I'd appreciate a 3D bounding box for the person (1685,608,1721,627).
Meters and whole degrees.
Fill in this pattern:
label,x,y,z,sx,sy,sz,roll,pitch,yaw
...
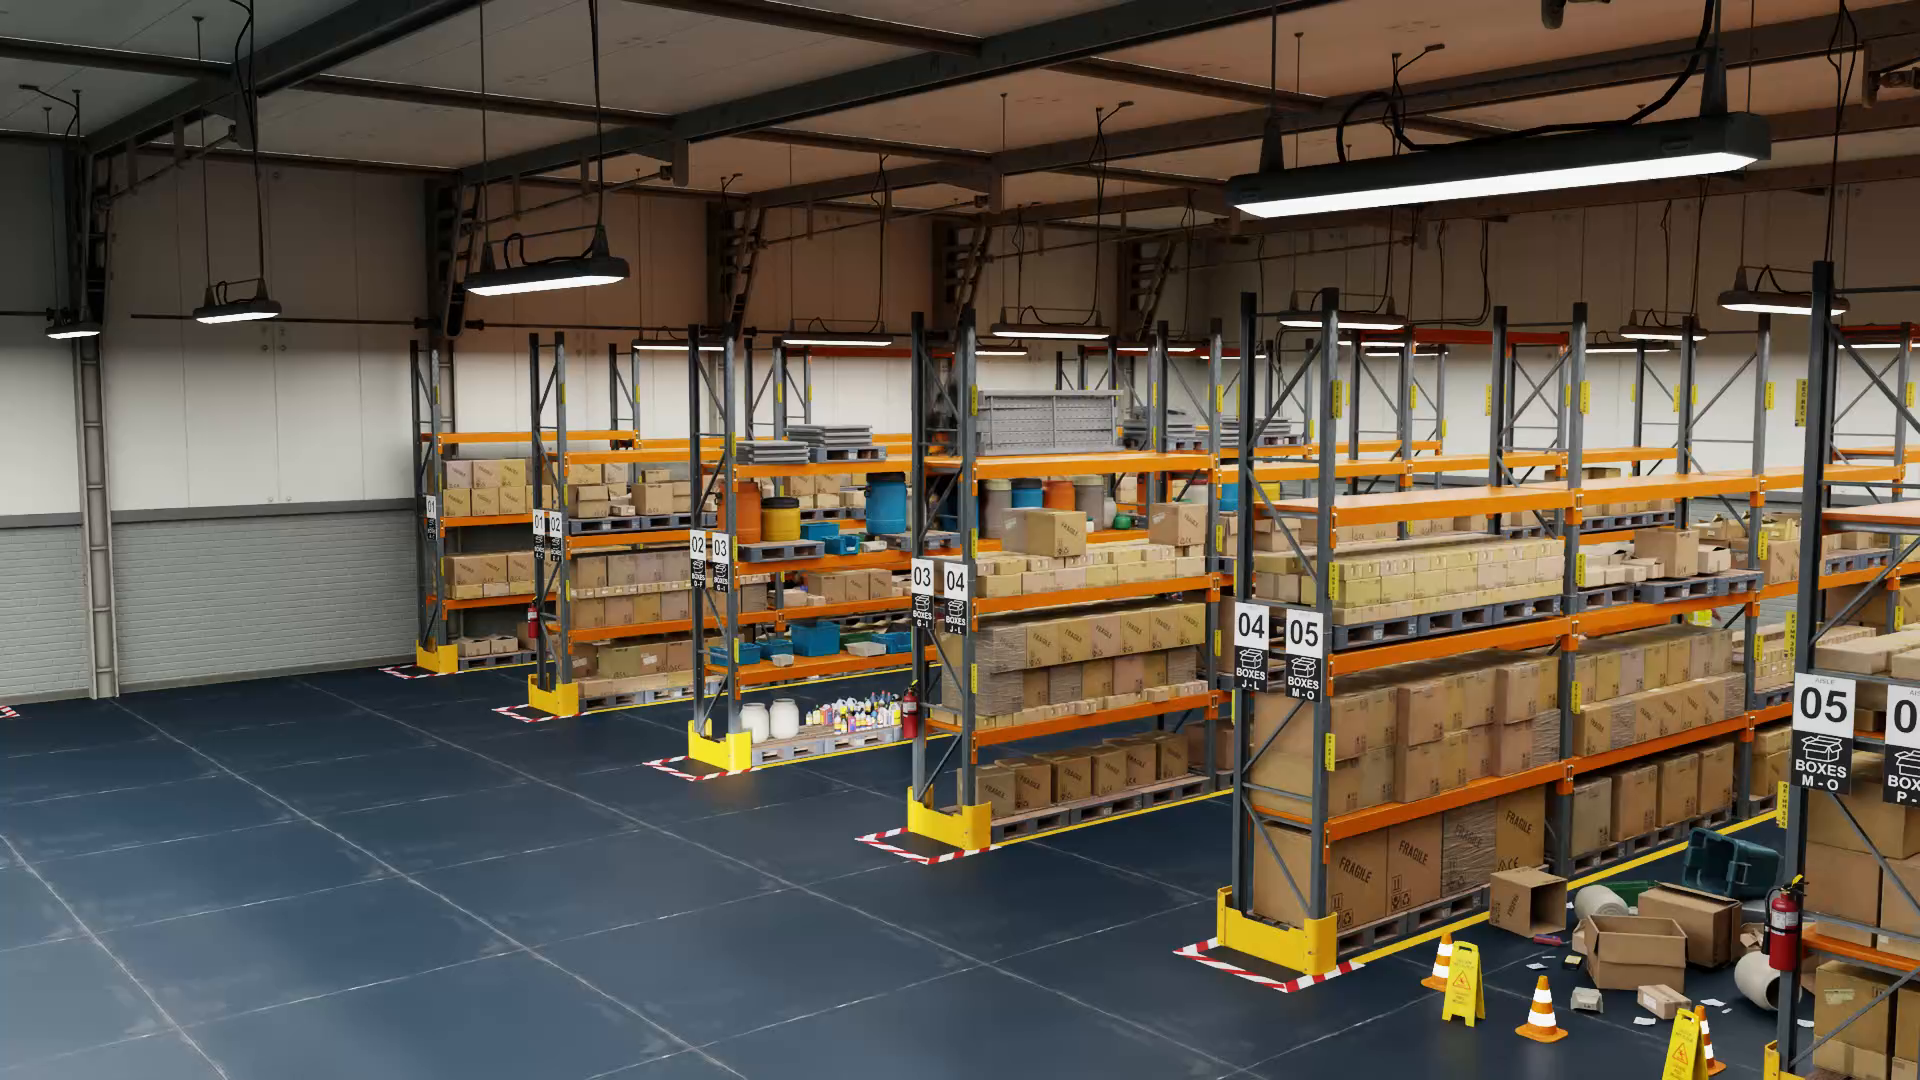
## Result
label,x,y,z,sx,sy,sz,roll,pitch,yaw
person,13.089,1.589,29.377,0.708,1.713,0.594,-1,5,-11

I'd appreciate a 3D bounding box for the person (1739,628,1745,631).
label,x,y,z,sx,sy,sz,roll,pitch,yaw
person,11.746,2.082,24.690,0.601,1.643,0.602,-4,6,-33

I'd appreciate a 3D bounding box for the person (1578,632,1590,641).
label,x,y,z,sx,sy,sz,roll,pitch,yaw
person,8.969,2.136,24.005,0.563,1.628,0.677,5,7,40

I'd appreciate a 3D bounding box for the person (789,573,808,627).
label,x,y,z,sx,sy,sz,roll,pitch,yaw
person,-3.033,1.484,31.602,0.601,1.529,0.587,-5,7,-45
